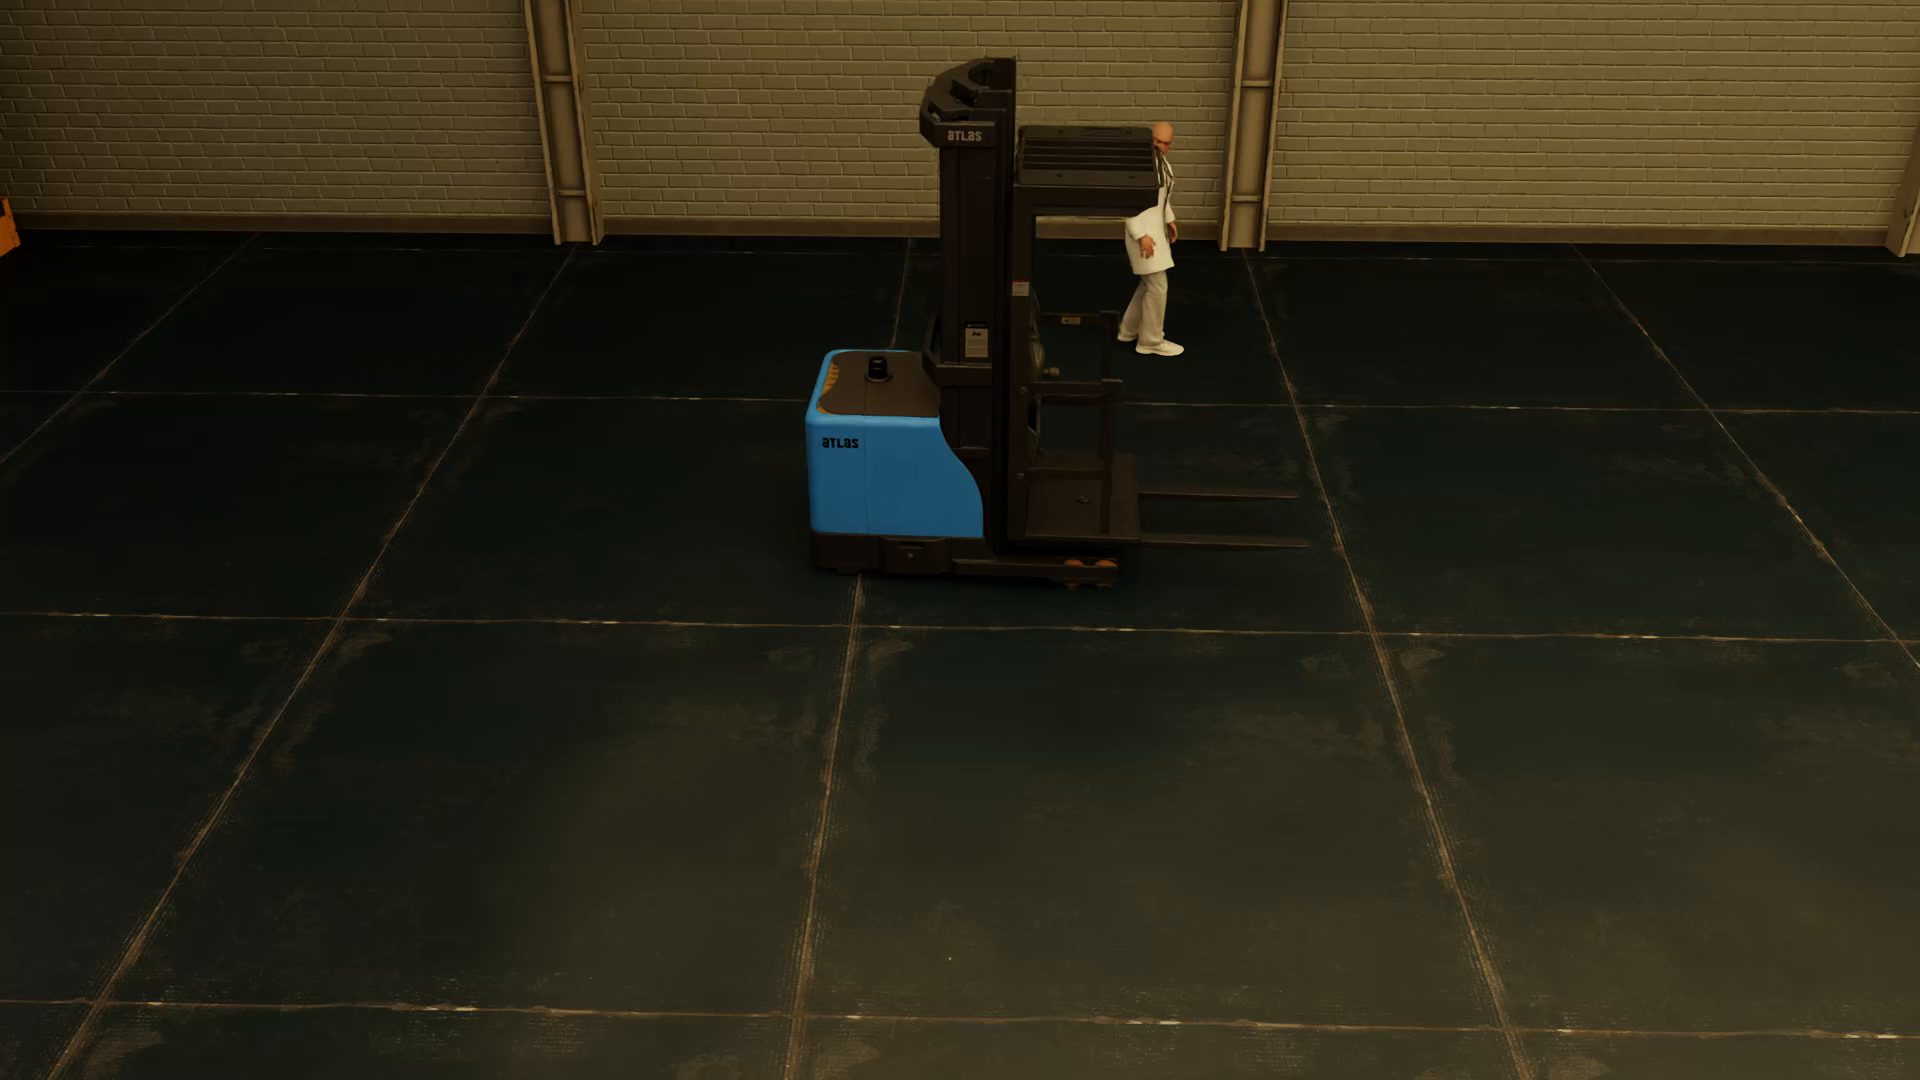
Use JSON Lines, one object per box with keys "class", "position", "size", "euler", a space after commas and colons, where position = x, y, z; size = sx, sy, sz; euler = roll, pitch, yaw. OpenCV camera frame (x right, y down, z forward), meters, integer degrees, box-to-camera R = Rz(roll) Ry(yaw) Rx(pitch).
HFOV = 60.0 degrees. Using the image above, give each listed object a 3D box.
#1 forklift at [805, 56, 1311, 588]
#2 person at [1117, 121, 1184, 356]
{"class": "forklift", "position": [0.620, -1.252, 9.737], "size": [3.031, 2.935, 1.130], "euler": [2, 31, 3]}
{"class": "person", "position": [1.512, -2.307, 12.685], "size": [0.557, 1.759, 0.799], "euler": [8, 31, 13]}
